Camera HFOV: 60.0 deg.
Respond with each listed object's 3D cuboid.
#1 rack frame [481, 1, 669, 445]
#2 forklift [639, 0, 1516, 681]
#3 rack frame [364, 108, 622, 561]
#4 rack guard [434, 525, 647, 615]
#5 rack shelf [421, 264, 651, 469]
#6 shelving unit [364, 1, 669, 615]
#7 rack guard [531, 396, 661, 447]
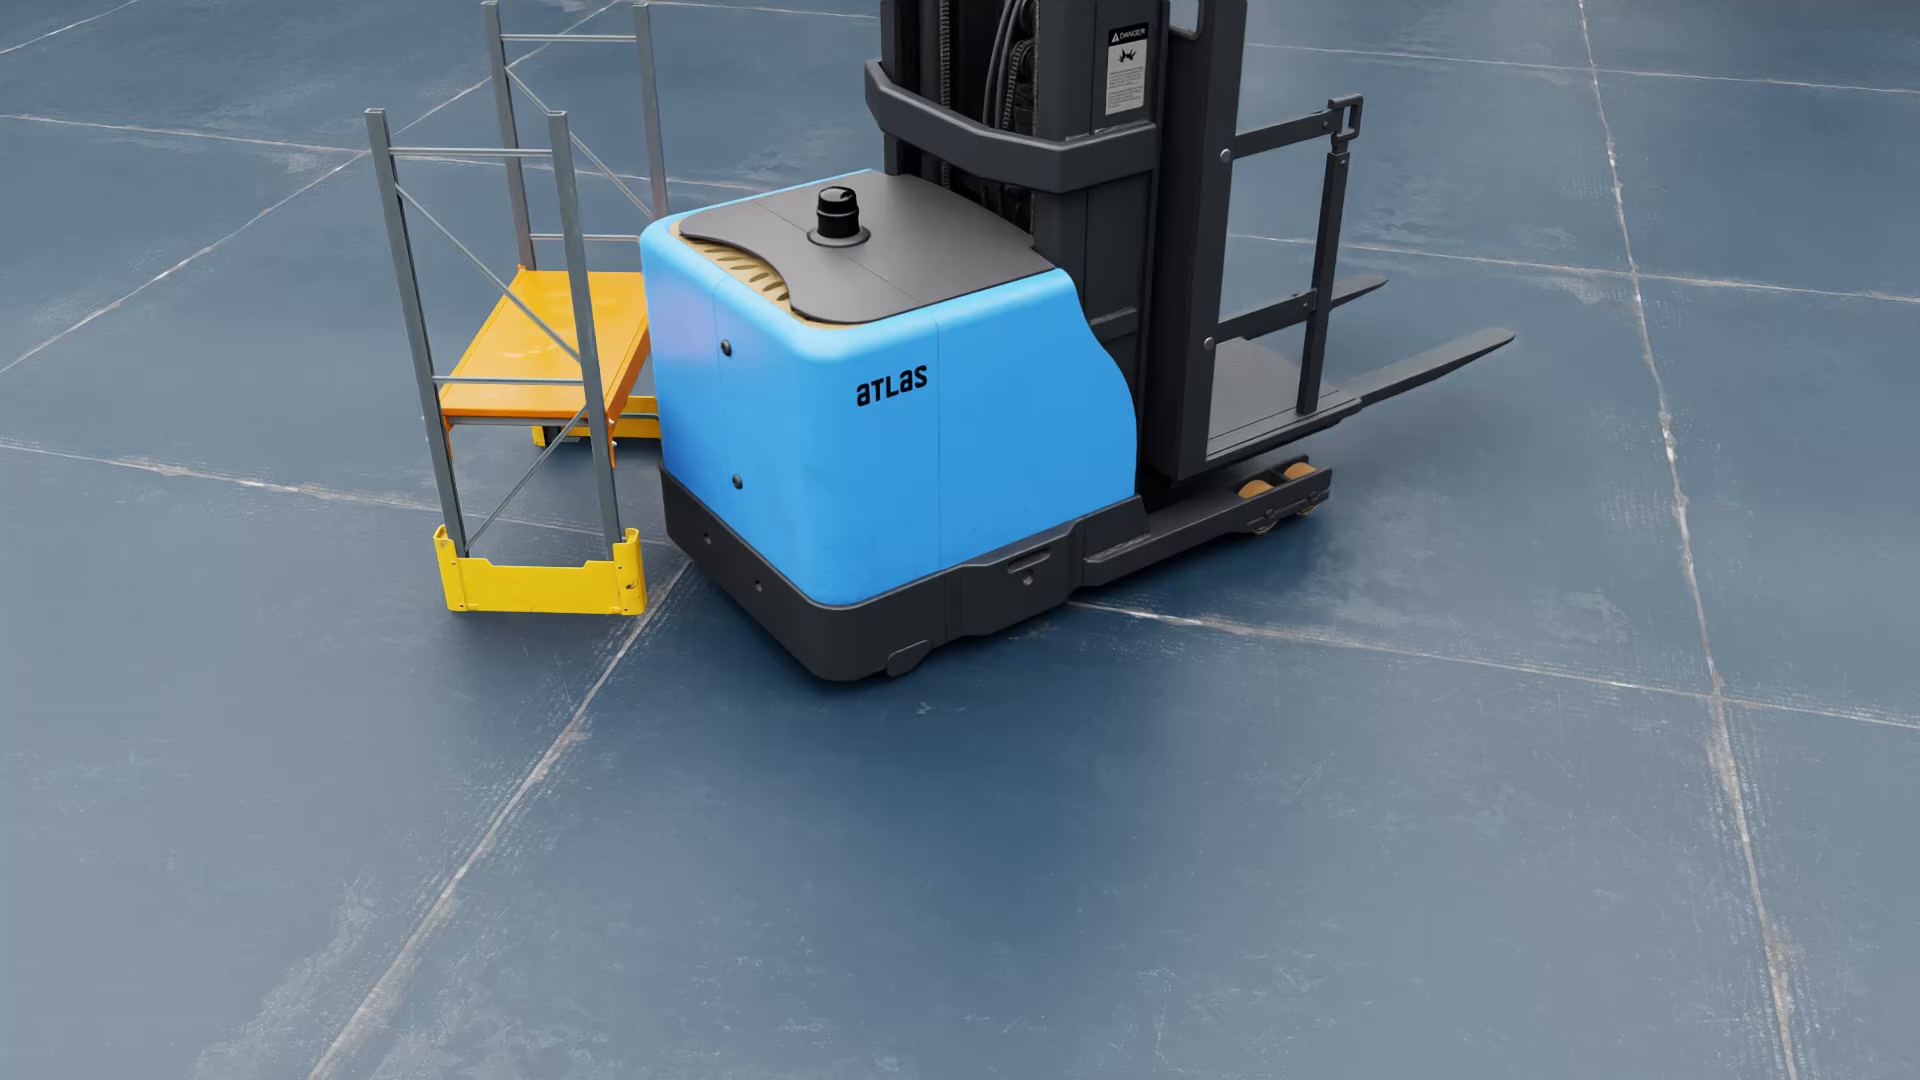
[{"bbox_3d":[-1.184,-0.974,5.385,0.500,1.500,0.032,1,32,2],"label":"rack frame"},{"bbox_3d":[0.584,-1.469,4.828,3.031,2.935,1.130,-21,38,-29],"label":"forklift"},{"bbox_3d":[-1.227,-0.429,4.528,0.500,1.500,0.032,1,32,2],"label":"rack frame"},{"bbox_3d":[-1.226,0.088,4.879,0.587,0.250,0.087,1,32,2],"label":"rack guard"},{"bbox_3d":[-1.206,-0.550,5.053,0.538,0.185,1.000,1,32,2],"label":"rack shelf"},{"bbox_3d":[-1.205,-0.707,4.964,0.587,1.500,1.083,1,32,2],"label":"shelving unit"},{"bbox_3d":[-1.185,-0.446,5.719,0.587,0.250,0.087,1,32,2],"label":"rack guard"}]
